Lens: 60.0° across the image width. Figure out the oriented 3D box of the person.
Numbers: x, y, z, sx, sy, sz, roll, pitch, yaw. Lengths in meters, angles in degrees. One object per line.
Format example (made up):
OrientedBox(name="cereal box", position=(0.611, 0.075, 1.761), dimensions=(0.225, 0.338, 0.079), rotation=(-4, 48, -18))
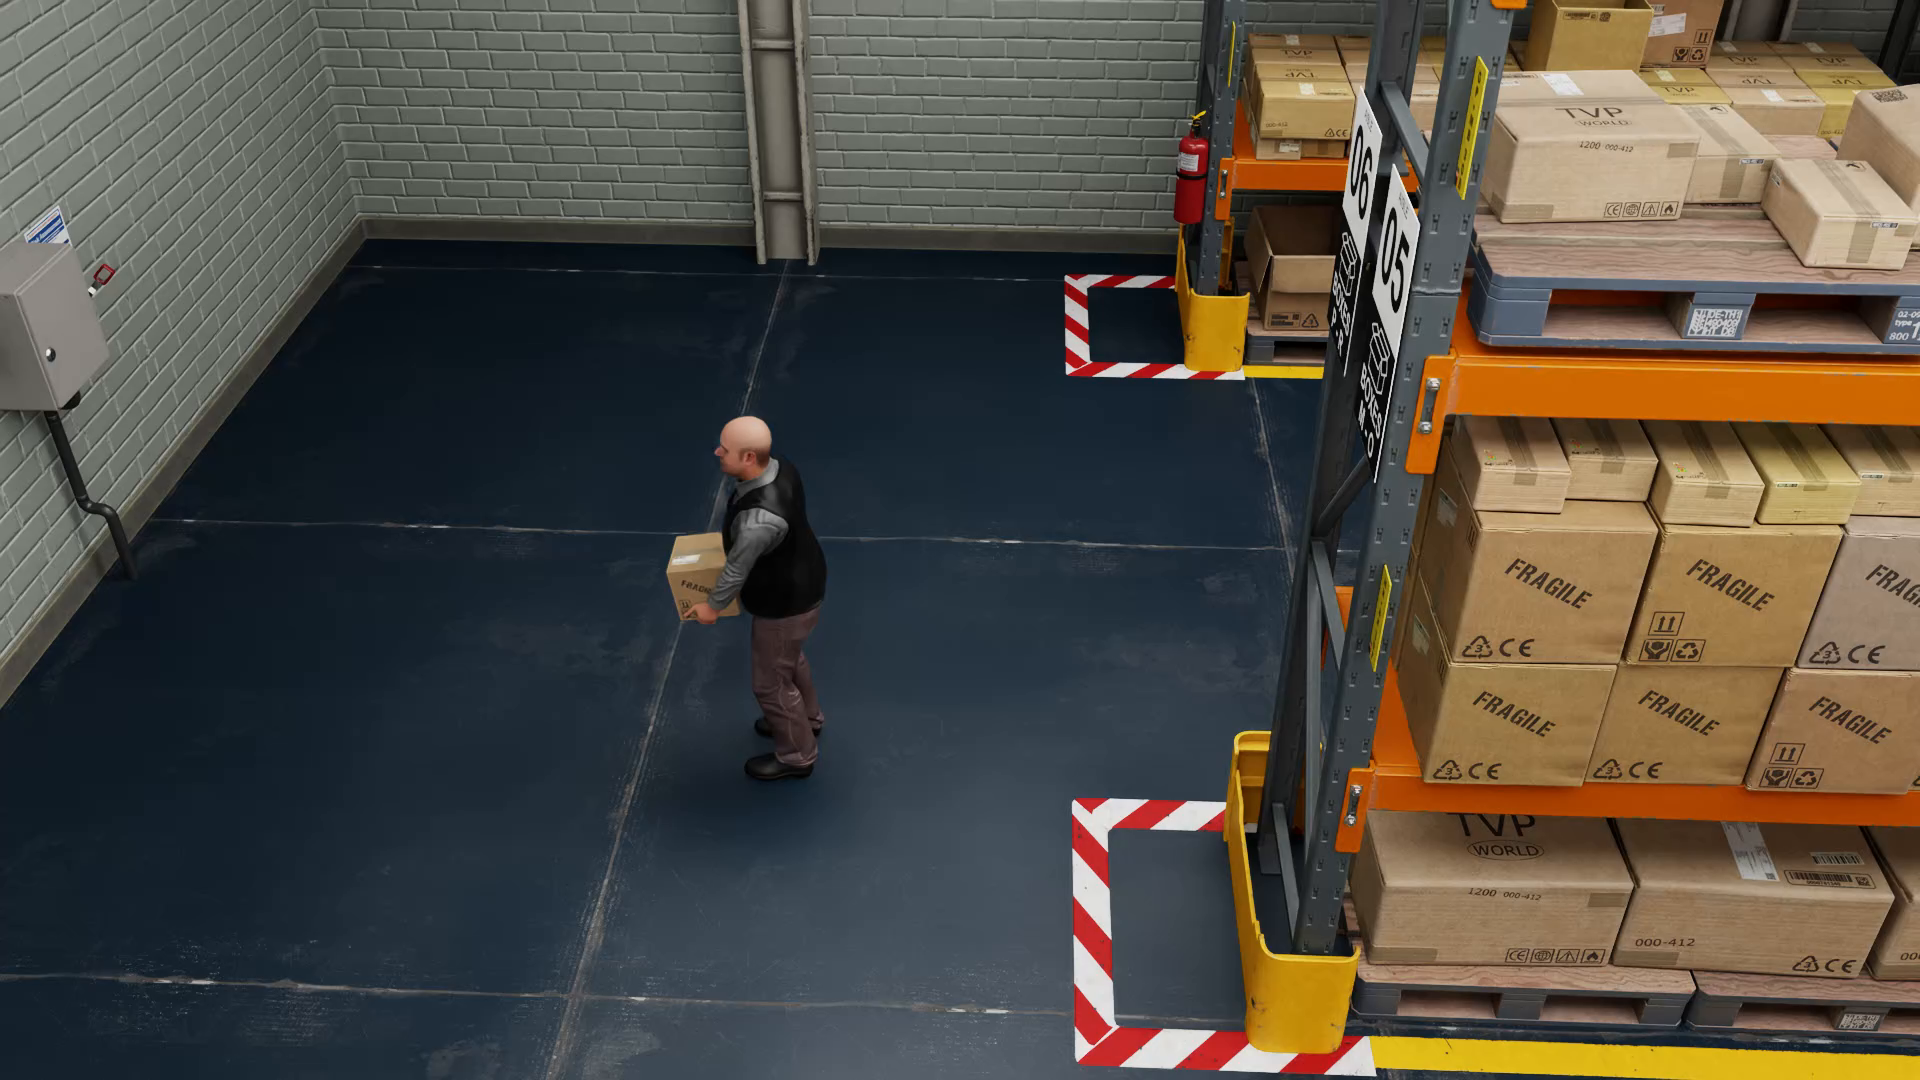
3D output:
OrientedBox(name="person", position=(-0.829, 0.239, 6.813), dimensions=(0.568, 1.716, 0.491), rotation=(1, 35, 1))
